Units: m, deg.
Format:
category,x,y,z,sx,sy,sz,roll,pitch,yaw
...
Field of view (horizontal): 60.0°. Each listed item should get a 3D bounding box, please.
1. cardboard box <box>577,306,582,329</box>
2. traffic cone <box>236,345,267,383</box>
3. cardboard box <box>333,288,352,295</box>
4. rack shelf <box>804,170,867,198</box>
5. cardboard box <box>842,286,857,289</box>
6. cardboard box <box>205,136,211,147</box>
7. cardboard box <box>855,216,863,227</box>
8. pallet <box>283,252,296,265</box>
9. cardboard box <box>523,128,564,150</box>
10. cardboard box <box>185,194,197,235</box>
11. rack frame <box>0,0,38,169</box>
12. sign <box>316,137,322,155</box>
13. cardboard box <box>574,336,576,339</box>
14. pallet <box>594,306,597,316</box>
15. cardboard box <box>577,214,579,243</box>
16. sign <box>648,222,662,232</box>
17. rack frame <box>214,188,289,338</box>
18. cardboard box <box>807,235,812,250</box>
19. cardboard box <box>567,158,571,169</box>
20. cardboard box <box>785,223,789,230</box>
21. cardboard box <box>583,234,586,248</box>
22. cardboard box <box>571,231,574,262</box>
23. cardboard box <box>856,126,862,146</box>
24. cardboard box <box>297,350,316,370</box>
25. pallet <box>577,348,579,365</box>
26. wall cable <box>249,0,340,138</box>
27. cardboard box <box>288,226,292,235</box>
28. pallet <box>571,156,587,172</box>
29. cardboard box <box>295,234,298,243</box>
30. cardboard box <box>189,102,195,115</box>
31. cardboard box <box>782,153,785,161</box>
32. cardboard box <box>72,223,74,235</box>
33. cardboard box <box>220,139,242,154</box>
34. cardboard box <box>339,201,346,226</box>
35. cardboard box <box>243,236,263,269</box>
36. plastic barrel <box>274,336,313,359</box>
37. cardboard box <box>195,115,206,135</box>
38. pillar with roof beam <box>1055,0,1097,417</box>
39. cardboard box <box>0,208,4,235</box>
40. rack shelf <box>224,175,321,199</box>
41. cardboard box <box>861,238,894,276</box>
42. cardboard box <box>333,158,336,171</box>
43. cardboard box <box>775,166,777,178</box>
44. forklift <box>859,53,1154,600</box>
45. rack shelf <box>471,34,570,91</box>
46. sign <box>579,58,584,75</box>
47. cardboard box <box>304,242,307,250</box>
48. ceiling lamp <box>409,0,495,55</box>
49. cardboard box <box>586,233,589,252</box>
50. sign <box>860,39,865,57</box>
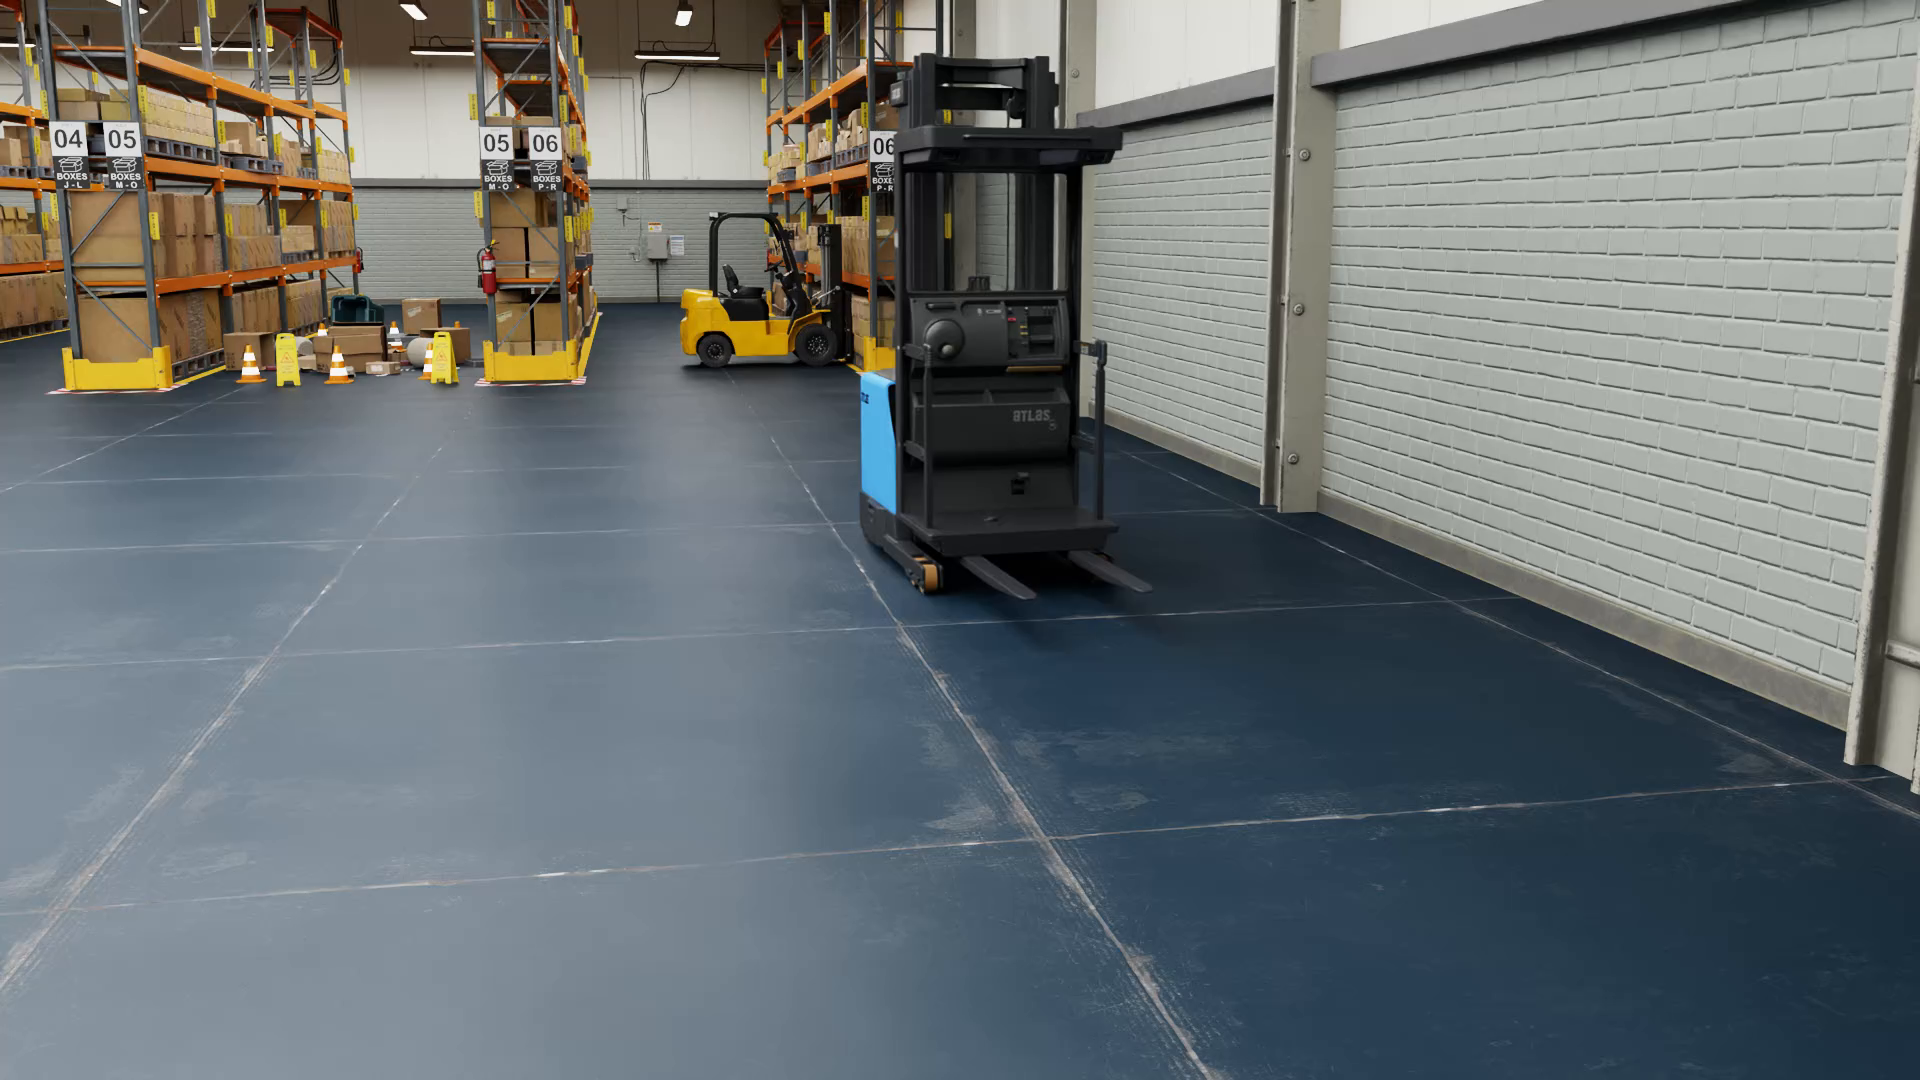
category,x,y,z,sx,sy,sz,roll,pitch,yaw
cardboard box,-7.041,-3.844,28.777,0.950,0.372,0.625,-3,11,-15
traffic cone,-9.131,-2.270,21.385,0.336,0.463,0.334,-2,11,-11
cardboard box,-13.013,-5.221,35.014,0.380,0.149,0.250,-2,11,-12
rack shelf,-1.884,-5.968,27.929,1.077,0.370,4.000,-2,11,-11
cardboard box,-2.068,-4.618,30.765,0.380,0.149,0.250,-2,11,-8
cardboard box,-10.765,-5.605,23.381,0.380,0.149,0.250,-2,11,-10
cardboard box,-1.284,-4.502,23.530,0.380,0.149,0.250,-2,11,-10
pallet,-12.220,-4.867,28.758,1.213,0.211,1.003,-2,11,-11
cardboard box,-5.421,-5.214,21.649,0.500,0.250,0.500,-2,11,-12
cardboard box,-10.969,-4.435,22.688,0.875,0.550,0.550,-2,11,-11
rack frame,-17.639,-8.353,30.517,1.000,3.000,0.127,-2,11,-11
sign,-12.211,-7.510,31.672,0.100,0.325,0.005,-2,11,-11
cardboard box,-5.562,-2.673,22.950,0.500,0.250,0.500,-2,11,-9
pallet,-8.464,-4.987,36.331,1.003,0.211,1.213,-2,11,-11
cardboard box,-6.271,-4.889,26.175,0.500,0.500,0.500,-2,11,-11
sign,-7.822,-8.025,42.627,0.339,0.242,0.001,-2,11,-11
rack frame,-11.977,-4.834,28.074,1.000,3.000,0.127,-2,11,-11
cardboard box,-2.450,-5.295,29.557,0.500,0.250,0.500,-2,11,-11
cardboard box,-6.002,-5.603,24.760,0.380,0.149,0.250,-2,11,-11
cardboard box,-3.075,-6.011,32.867,0.700,0.500,0.500,-2,11,-10
cardboard box,-7.267,-5.587,31.092,0.500,0.250,0.500,-2,11,-10
cardboard box,-5.820,-4.233,23.851,0.500,0.500,0.500,-2,11,-9
cardboard box,-1.225,-5.597,23.029,0.396,0.266,0.258,-2,11,-11
cardboard box,-9.058,-2.509,23.171,0.396,0.266,0.258,0,11,-1
pallet,-5.957,-2.583,23.705,1.003,0.211,1.213,-2,11,-11
wall cable,-16.136,-11.830,40.178,2.277,5.999,0.120,-2,11,-11
cardboard box,-12.080,-5.494,29.496,0.380,0.149,0.250,-2,11,-8
pallet,-6.378,-5.798,25.615,1.213,0.211,1.003,-2,11,-11
cardboard box,-12.182,-5.445,30.034,0.380,0.149,0.250,-2,11,-9
cardboard box,-10.617,-5.857,22.572,0.380,0.149,0.250,-2,11,-11
cardboard box,-3.293,-7.534,32.723,0.380,0.149,0.250,-2,11,-12
cardboard box,-18.065,-6.501,34.429,0.500,0.500,0.500,-2,11,-10
cardboard box,-11.355,-6.115,25.747,0.396,0.266,0.258,-2,11,-11
cardboard box,-12.991,-6.725,34.271,0.500,0.500,0.500,-2,11,-8
cardboard box,-11.329,-4.534,26.226,0.500,0.500,0.500,-2,11,-10
plastic barrel,-9.473,-2.683,23.660,0.512,0.421,0.421,6,12,28
cardboard box,-10.753,-5.729,22.964,0.500,0.250,0.500,-2,11,-11
pillar with roof beam,-3.024,-5.598,16.038,9.100,9.000,0.400,-2,11,-11
cardboard box,-17.249,-5.592,29.102,0.797,0.503,0.637,-2,11,-9
rack shelf,-12.366,-6.321,29.788,1.077,0.370,4.000,-2,11,-11
cardboard box,-1.070,-3.877,22.775,0.500,0.500,0.500,-2,11,-12
cardboard box,-12.909,-7.591,33.599,0.500,0.250,0.500,-3,11,-13
cardboard box,-3.681,-7.855,35.528,0.500,0.250,0.500,-2,11,-12
forklift,0.232,-1.226,9.301,1.130,2.935,3.031,-3,11,-15
rack shelf,-5.974,-6.525,22.842,1.077,0.370,4.000,-2,11,-11
sign,-7.389,-9.233,32.431,0.100,0.325,0.005,-2,11,-11
cardboard box,-12.337,-5.446,30.835,0.380,0.149,0.250,-3,11,-14
ceiling lamp,-11.597,-12.719,37.842,2.000,3.185,0.800,-2,11,-11
cardboard box,-7.847,-6.004,33.950,0.500,0.500,0.500,-2,11,-11
sign,-1.729,-8.719,29.516,0.100,0.325,0.005,-2,11,-11
